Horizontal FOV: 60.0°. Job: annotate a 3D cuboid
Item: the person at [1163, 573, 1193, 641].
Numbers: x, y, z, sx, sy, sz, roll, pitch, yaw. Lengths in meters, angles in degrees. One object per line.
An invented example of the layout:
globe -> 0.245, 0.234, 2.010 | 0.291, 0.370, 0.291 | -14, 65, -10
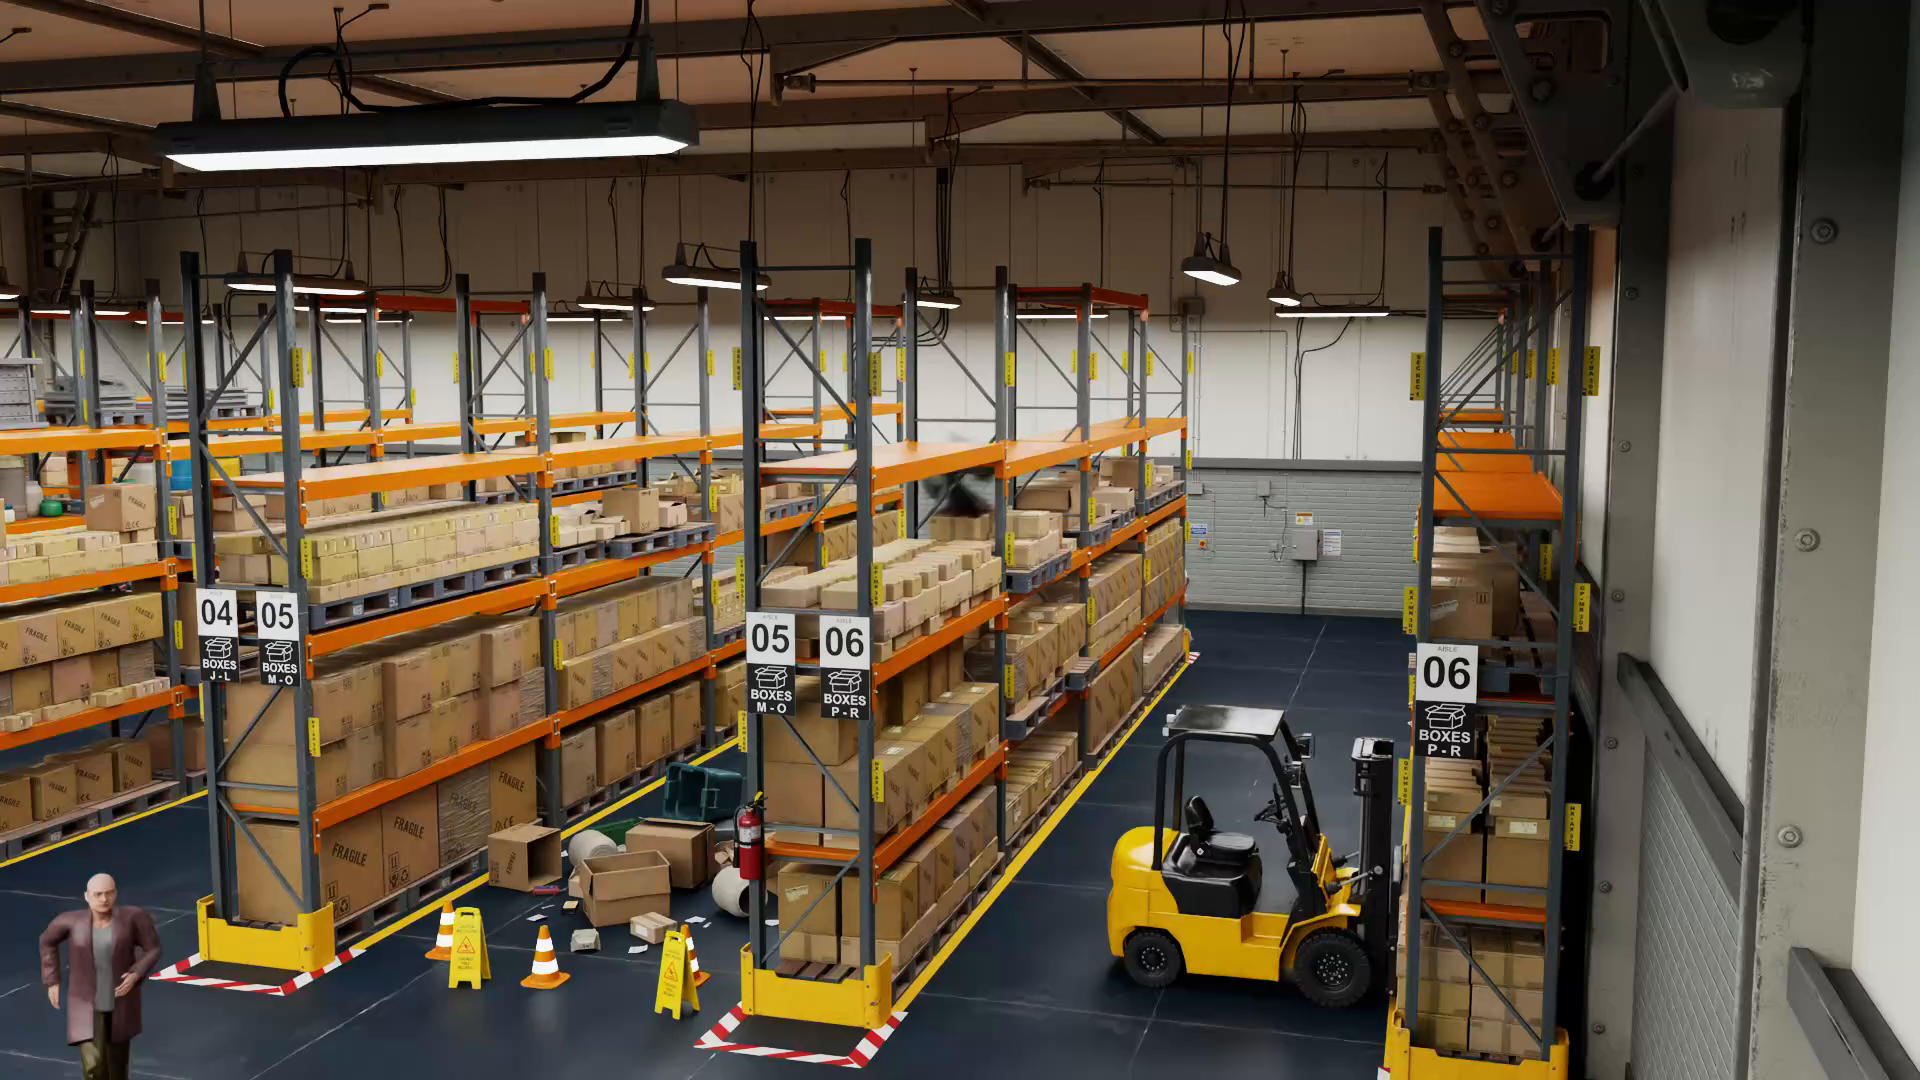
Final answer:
person -> 3.710, 1.084, 29.261 | 0.803, 1.680, 0.606 | 5, 8, 38

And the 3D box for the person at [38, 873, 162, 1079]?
person -> -5.658, 3.102, 11.008 | 0.700, 1.875, 0.853 | -4, 8, -32
